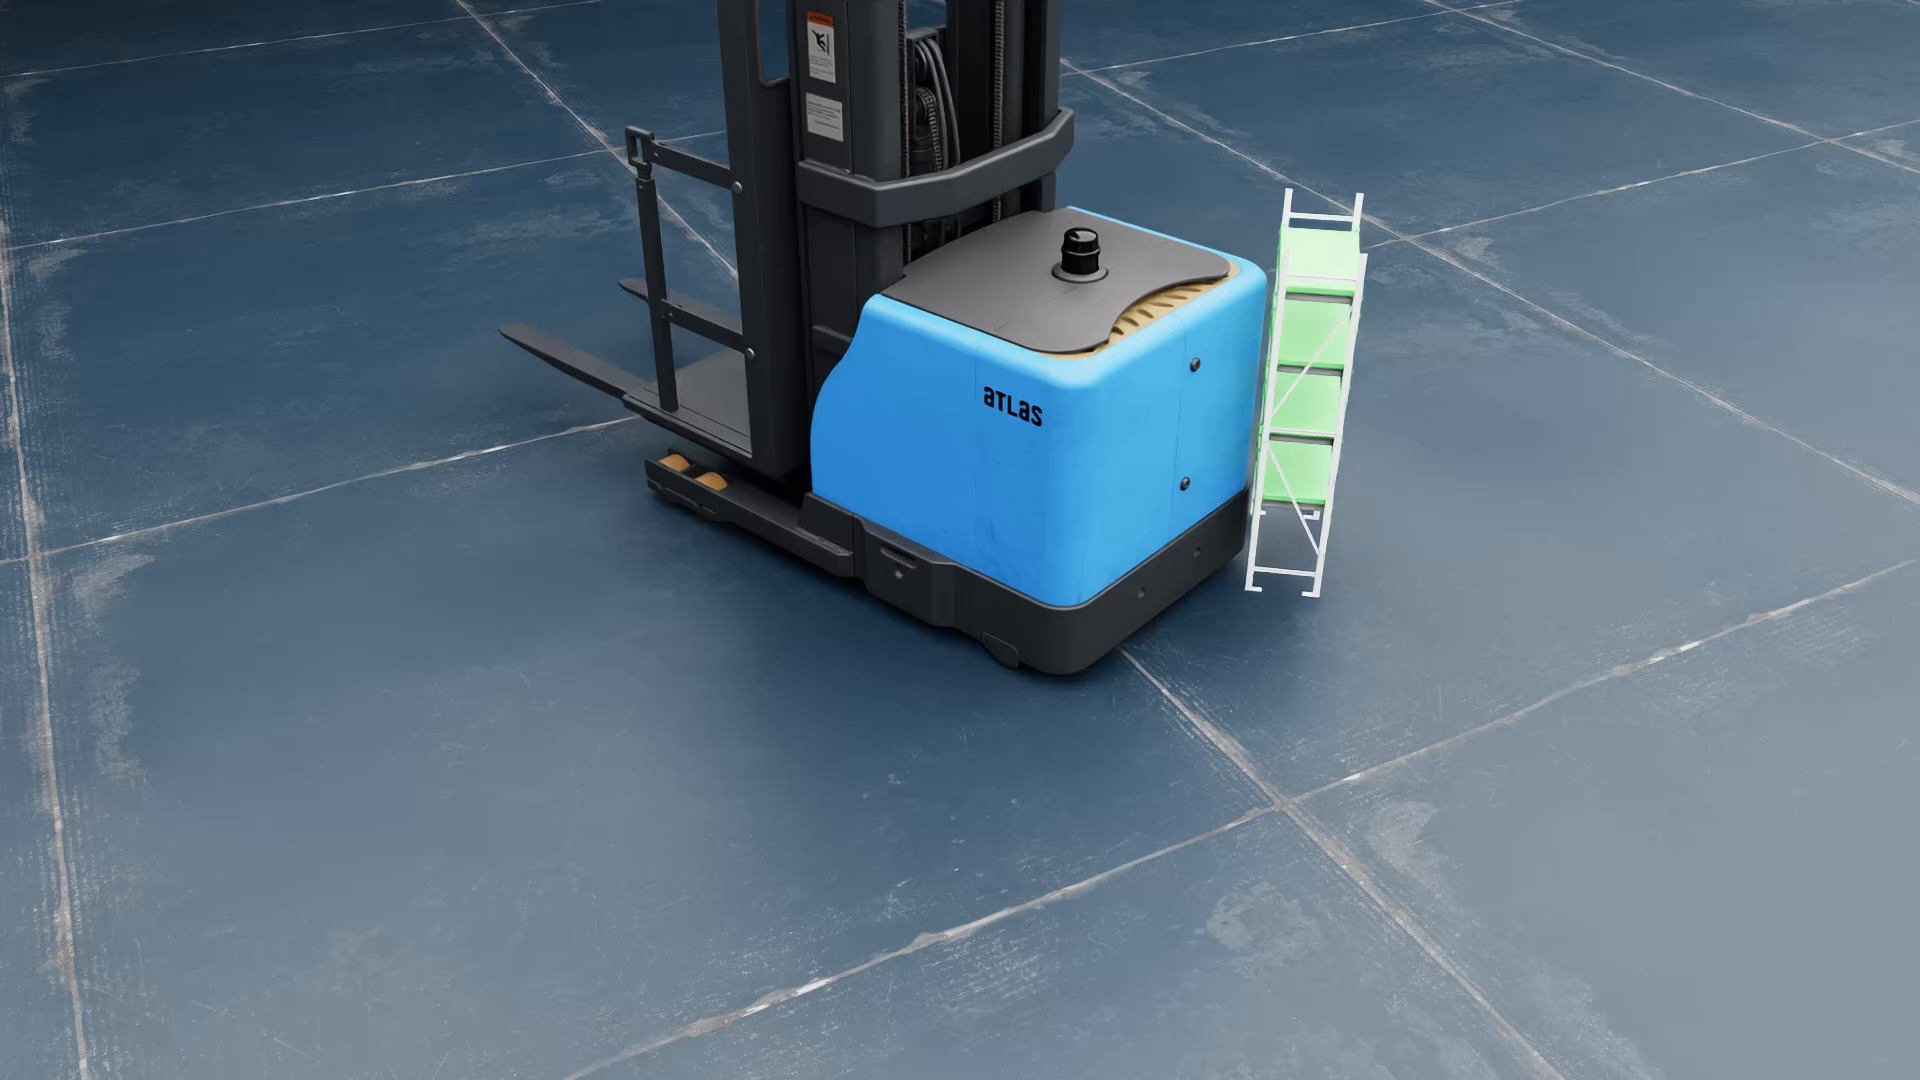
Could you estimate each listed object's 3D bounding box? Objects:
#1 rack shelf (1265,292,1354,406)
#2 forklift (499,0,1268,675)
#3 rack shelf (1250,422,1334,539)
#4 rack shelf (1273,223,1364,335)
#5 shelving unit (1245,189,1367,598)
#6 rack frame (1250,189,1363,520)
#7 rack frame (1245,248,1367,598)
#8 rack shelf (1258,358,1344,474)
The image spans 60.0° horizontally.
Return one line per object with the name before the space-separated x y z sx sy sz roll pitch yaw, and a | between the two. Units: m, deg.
rack shelf | 1.104 -0.609 5.263 0.258 0.148 0.480 6 33 9
forklift | -0.487 -1.494 5.365 3.031 2.935 1.130 25 40 33
rack shelf | 1.104 -0.205 5.522 0.258 0.148 0.480 6 33 9
rack shelf | 1.104 -0.812 5.133 0.258 0.148 0.480 6 33 9
shelving unit | 1.104 -0.461 5.358 0.258 1.200 0.503 6 33 9
rack frame | 1.147 -0.591 5.560 0.240 1.200 0.015 6 33 9
rack frame | 1.061 -0.332 5.155 0.240 1.200 0.015 6 33 9
rack shelf | 1.104 -0.407 5.392 0.258 0.148 0.480 6 33 9
